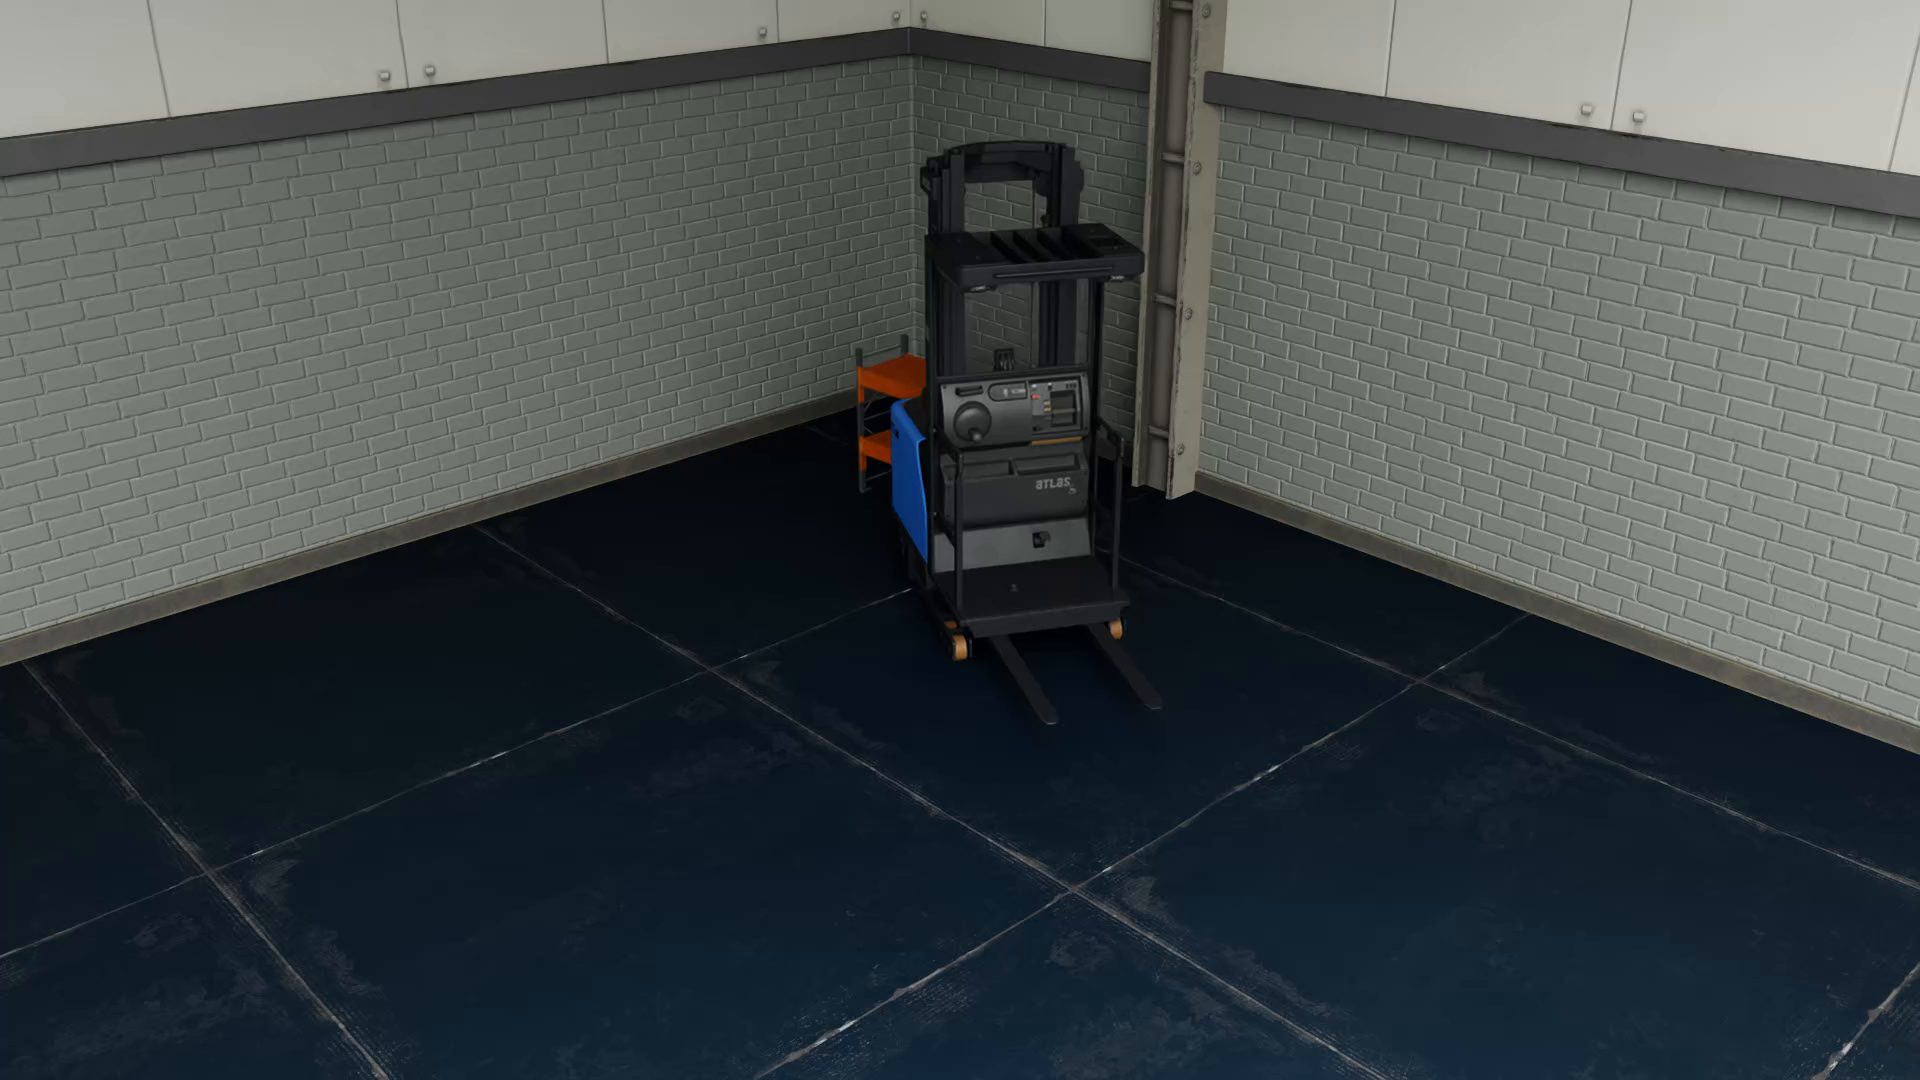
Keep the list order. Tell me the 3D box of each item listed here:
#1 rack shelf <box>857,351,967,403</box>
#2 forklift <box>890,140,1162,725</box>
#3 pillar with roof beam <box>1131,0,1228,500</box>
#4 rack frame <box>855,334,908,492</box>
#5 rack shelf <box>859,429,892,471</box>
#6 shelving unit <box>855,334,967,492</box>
[{"bbox_3d":[-0.213,-1.068,12.031,1.000,0.278,0.538,22,33,40],"label":"rack shelf"},{"bbox_3d":[0.397,-0.774,9.915,1.130,2.935,3.031,-6,25,-14],"label":"forklift"},{"bbox_3d":[-1.595,-3.275,8.087,9.100,9.000,0.400,-21,32,-38],"label":"pillar with roof beam"},{"bbox_3d":[-0.576,-0.950,12.477,0.032,1.125,0.500,22,33,40],"label":"rack frame"},{"bbox_3d":[-0.213,-0.579,12.254,1.000,0.278,0.538,22,33,40],"label":"rack shelf"},{"bbox_3d":[-0.213,-0.802,12.153,1.048,1.125,0.538,22,33,40],"label":"shelving unit"}]
